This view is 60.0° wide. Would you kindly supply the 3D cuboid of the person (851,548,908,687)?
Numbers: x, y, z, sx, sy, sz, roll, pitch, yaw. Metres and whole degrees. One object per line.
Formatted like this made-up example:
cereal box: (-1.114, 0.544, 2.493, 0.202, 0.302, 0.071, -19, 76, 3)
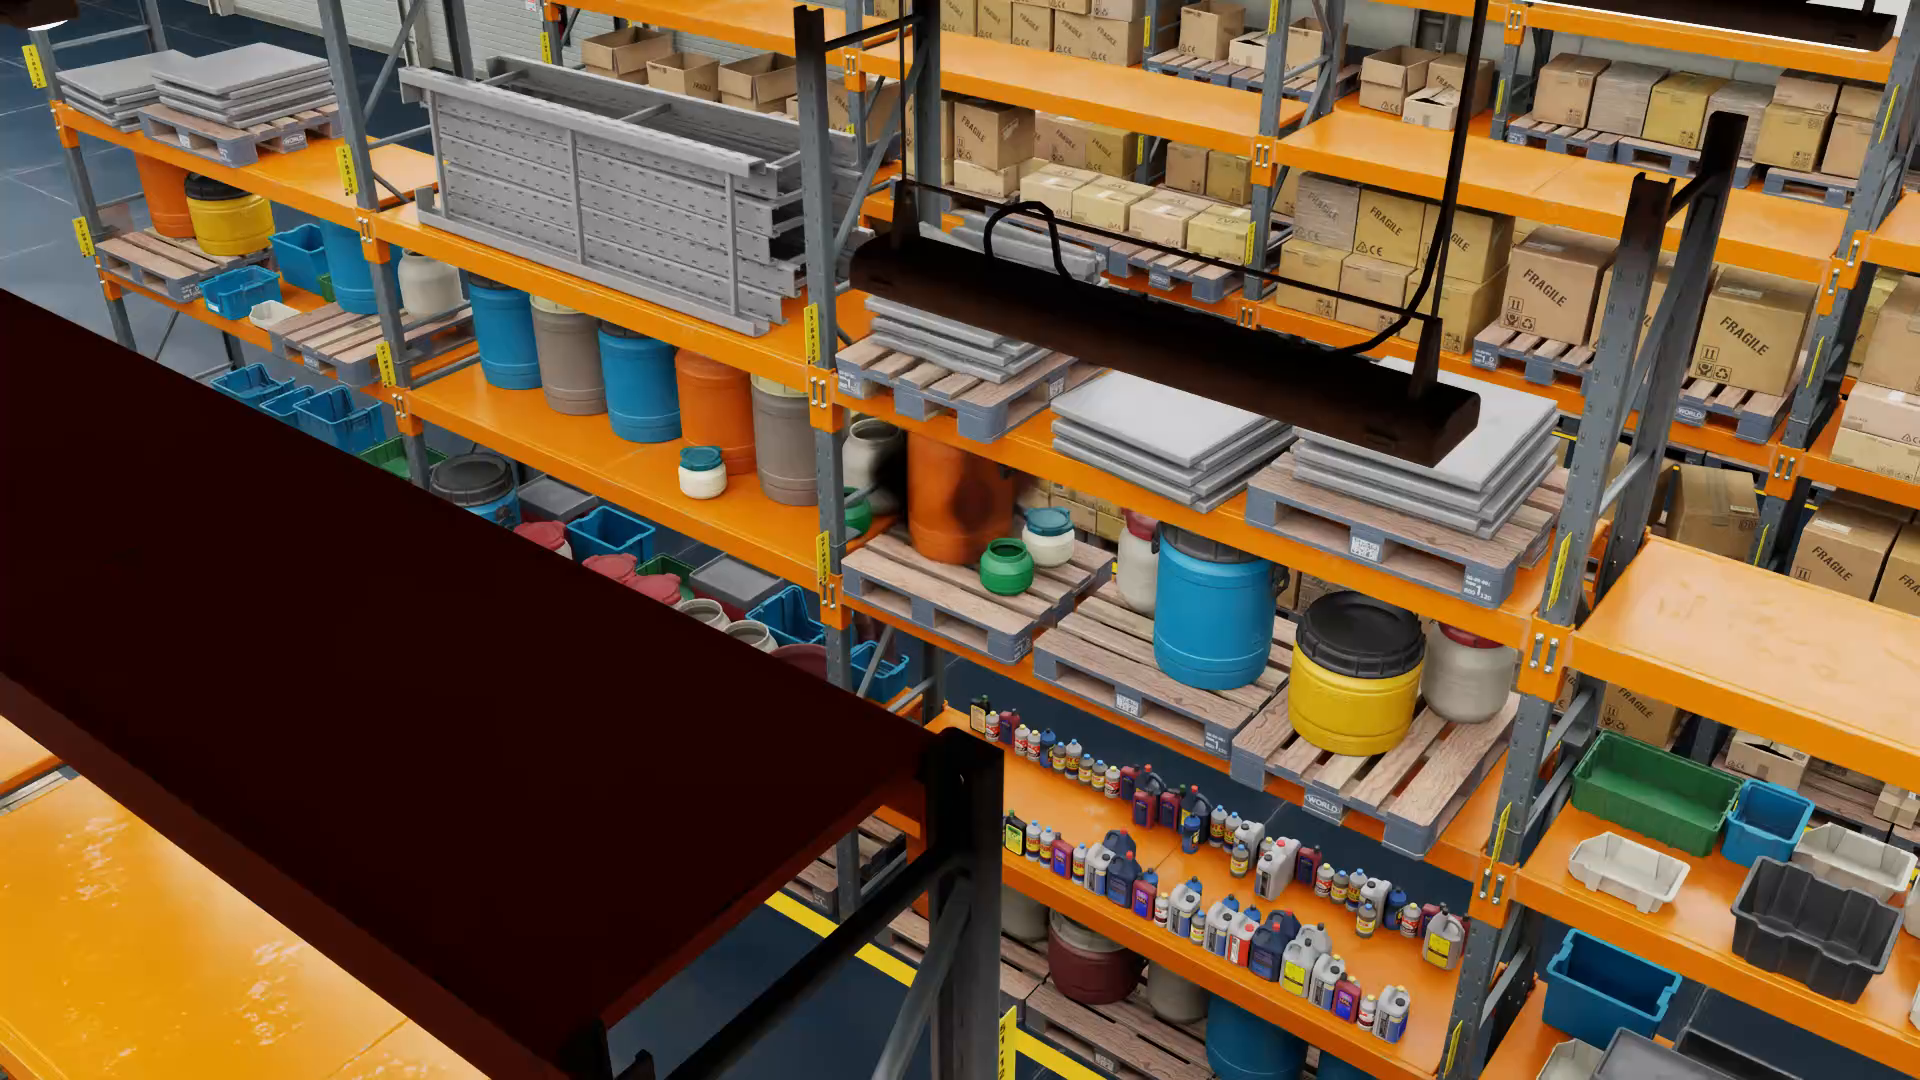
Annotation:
person: (-0.607, 0.892, 12.067, 0.455, 1.786, 0.710, -2, 31, -3)
